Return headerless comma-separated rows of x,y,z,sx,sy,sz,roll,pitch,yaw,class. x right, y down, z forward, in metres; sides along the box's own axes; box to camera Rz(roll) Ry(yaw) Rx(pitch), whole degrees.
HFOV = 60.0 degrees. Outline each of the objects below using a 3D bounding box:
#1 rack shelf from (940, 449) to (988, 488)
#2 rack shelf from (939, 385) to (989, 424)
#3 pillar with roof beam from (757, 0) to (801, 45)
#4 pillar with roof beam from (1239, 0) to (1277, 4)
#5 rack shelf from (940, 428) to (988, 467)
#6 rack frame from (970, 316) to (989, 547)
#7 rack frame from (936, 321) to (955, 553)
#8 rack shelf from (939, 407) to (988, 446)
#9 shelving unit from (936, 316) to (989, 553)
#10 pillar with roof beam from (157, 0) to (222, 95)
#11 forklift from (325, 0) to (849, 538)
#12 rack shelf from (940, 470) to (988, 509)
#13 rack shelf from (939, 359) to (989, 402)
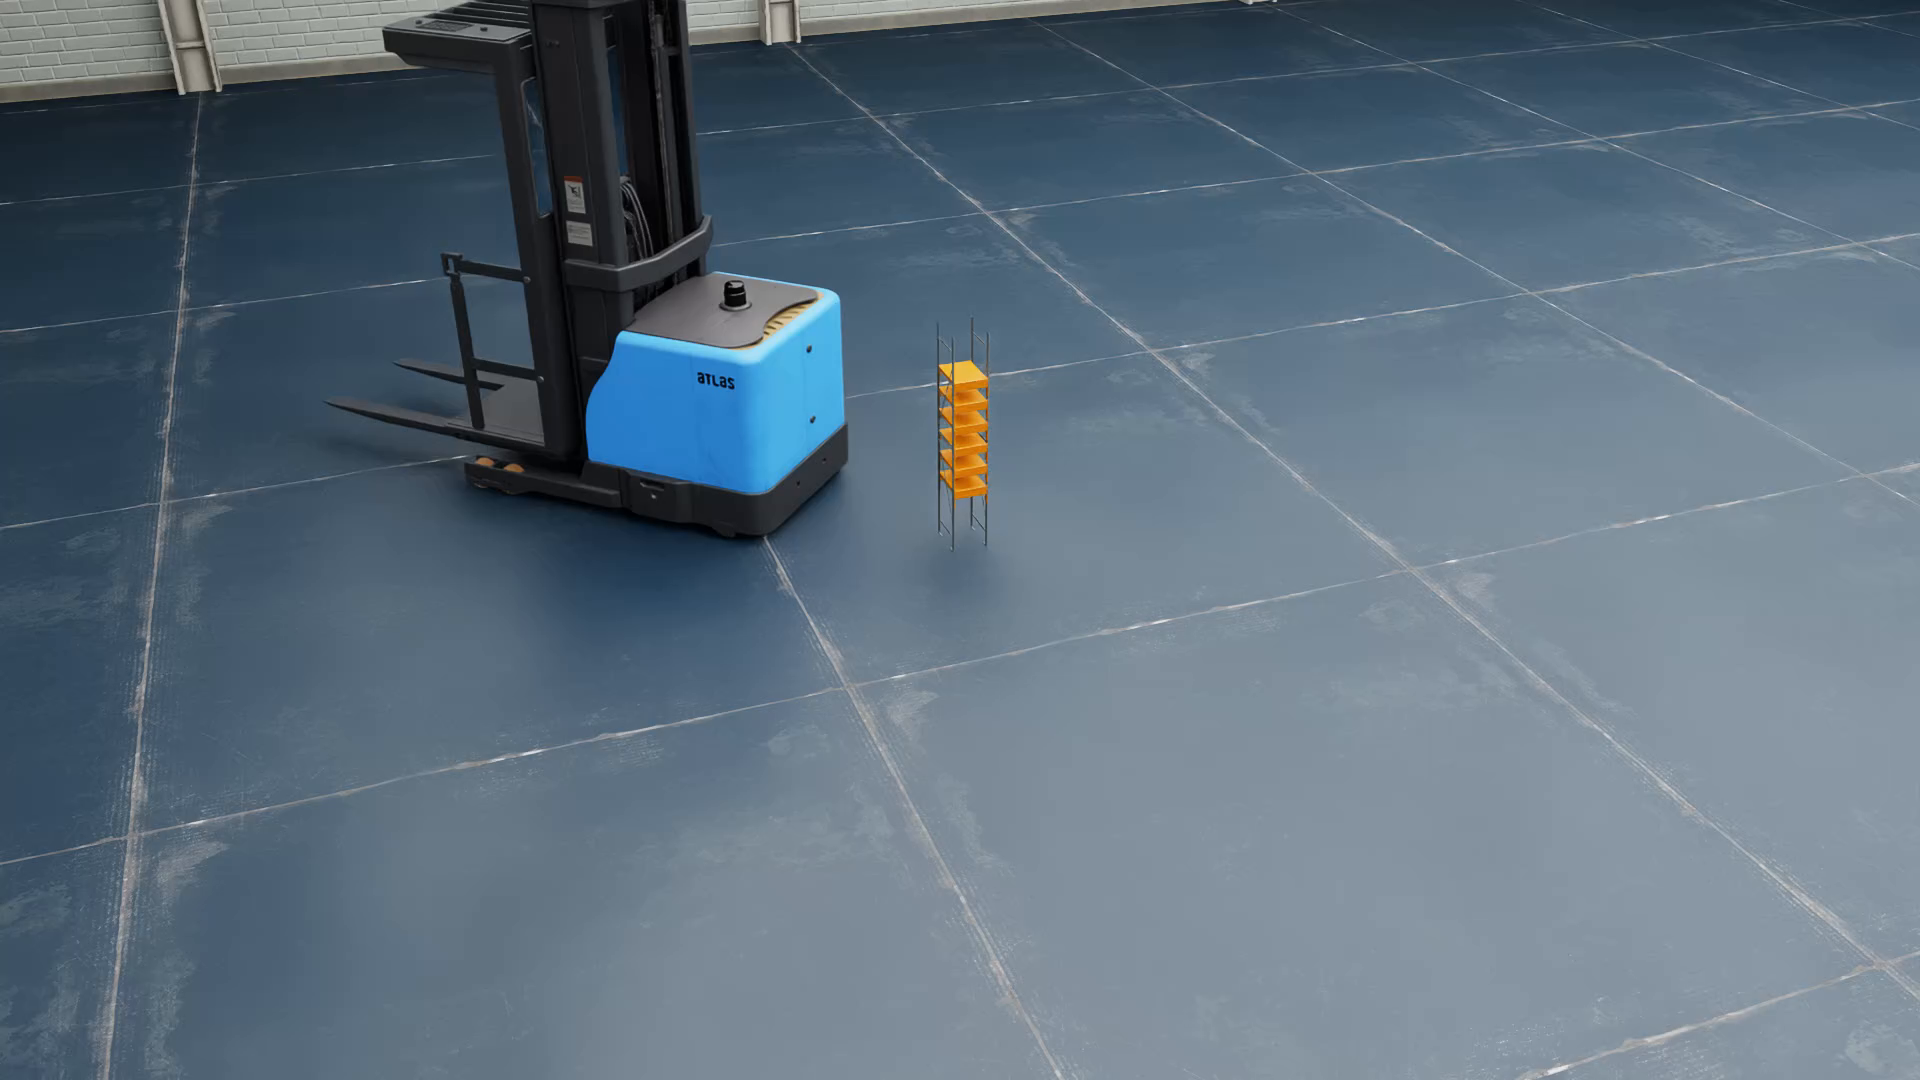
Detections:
0.014,-0.381,8.539,0.180,0.103,0.258,-10,31,-18,rack shelf
0.014,-0.694,8.361,0.180,0.103,0.258,-10,31,-18,rack shelf
-0.498,-7.473,12.777,0.400,9.000,9.100,-10,31,-18,pillar with roof beam
5.126,-8.509,14.595,0.400,9.000,9.100,-10,31,-18,pillar with roof beam
0.014,-0.485,8.479,0.180,0.103,0.258,-10,31,-18,rack shelf
0.099,-0.540,8.485,0.006,1.200,0.240,-10,31,-18,rack frame
-0.072,-0.508,8.430,0.006,1.200,0.240,-10,31,-18,rack frame
0.014,-0.589,8.420,0.180,0.103,0.258,-10,31,-18,rack shelf
0.014,-0.524,8.457,0.189,1.200,0.258,-10,31,-18,shelving unit
-6.121,-6.438,10.959,0.400,9.000,9.100,-10,31,-18,pillar with roof beam
-2.195,-1.750,8.861,3.031,2.935,1.130,12,32,20,forklift
0.014,-0.277,8.598,0.180,0.103,0.258,-10,31,-18,rack shelf
0.014,-0.798,8.301,0.180,0.103,0.258,-10,31,-18,rack shelf
